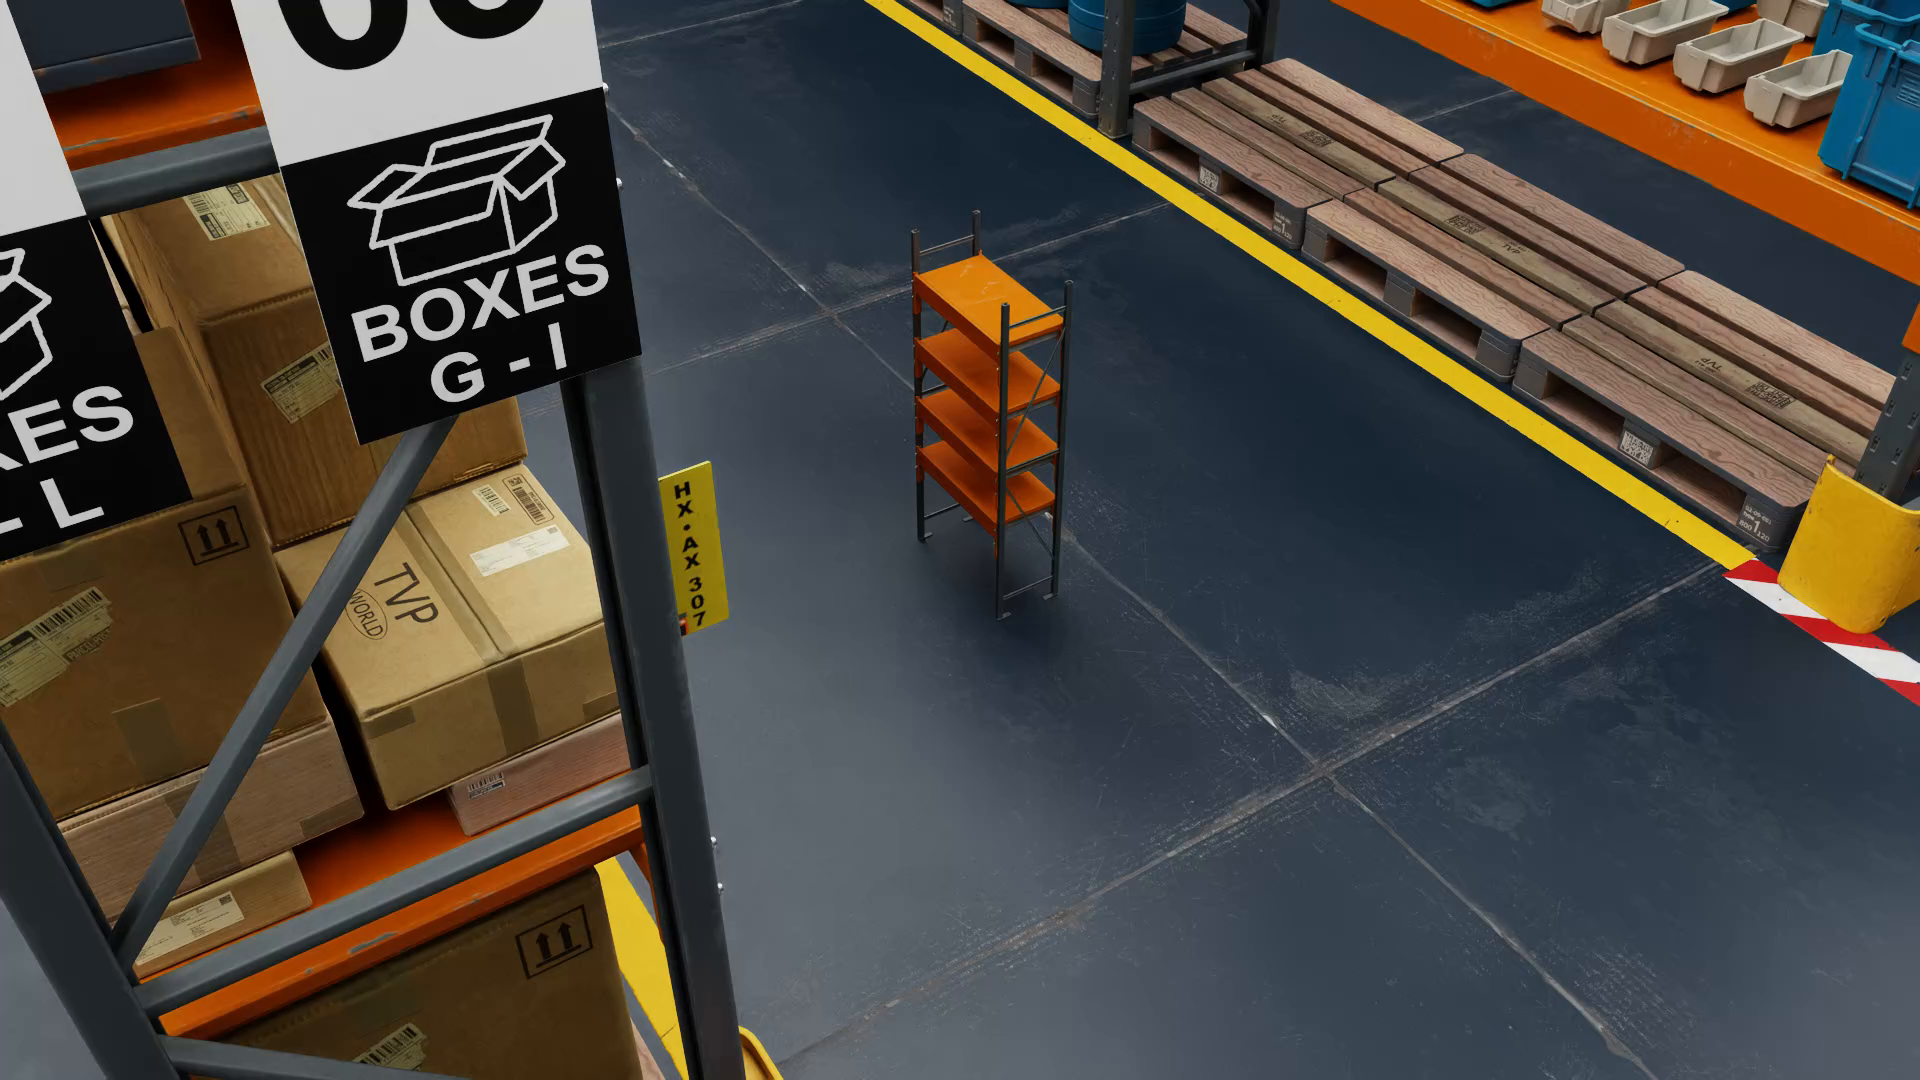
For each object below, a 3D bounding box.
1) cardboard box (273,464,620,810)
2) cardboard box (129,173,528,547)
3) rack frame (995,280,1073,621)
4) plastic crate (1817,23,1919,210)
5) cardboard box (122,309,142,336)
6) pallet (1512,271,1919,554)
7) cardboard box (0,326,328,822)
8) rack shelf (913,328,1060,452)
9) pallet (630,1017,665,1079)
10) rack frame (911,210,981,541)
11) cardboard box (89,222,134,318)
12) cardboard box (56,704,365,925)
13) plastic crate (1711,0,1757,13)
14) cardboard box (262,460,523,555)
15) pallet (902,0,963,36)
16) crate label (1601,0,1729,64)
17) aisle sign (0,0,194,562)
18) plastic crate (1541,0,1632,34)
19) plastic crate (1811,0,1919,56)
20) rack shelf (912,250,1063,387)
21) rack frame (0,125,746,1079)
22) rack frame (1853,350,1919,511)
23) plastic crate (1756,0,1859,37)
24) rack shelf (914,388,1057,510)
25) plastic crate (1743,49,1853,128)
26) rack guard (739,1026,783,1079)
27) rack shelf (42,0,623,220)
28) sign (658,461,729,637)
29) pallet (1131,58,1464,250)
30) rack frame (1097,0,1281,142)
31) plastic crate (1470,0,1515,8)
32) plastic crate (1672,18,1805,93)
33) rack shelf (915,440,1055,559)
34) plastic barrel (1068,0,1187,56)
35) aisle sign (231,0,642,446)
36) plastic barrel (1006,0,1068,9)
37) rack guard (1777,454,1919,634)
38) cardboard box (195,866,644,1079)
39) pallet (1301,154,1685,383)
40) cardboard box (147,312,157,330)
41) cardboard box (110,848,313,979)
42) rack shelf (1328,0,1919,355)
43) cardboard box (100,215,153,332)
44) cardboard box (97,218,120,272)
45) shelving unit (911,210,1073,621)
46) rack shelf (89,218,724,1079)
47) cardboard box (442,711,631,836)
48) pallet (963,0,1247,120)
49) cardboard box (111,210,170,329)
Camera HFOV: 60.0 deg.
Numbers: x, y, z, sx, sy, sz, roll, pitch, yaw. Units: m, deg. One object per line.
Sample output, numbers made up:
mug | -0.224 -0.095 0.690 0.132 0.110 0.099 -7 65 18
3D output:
cardboard box | -0.928 0.163 3.097 0.500 0.250 0.500 -23 45 -25
cardboard box | -1.197 -0.395 3.180 0.500 0.500 0.500 -23 45 -25
rack frame | 0.220 -0.240 5.101 0.240 1.200 0.015 -22 45 -24
plastic crate | 2.941 -1.287 4.876 0.616 0.435 0.499 -22 45 -24
cardboard box | -1.928 -0.204 3.537 0.500 0.250 0.500 -24 45 -26
pallet | 2.867 -0.521 6.210 1.003 0.211 1.213 -22 45 -24
cardboard box | -1.381 0.054 2.641 0.500 0.500 0.500 -22 44 -24
rack shelf | 0.089 -0.492 5.159 0.258 0.148 0.480 -22 45 -24
pallet | -1.394 1.238 4.100 1.003 0.211 1.213 -22 45 -24
rack frame | -0.042 -0.503 5.417 0.240 1.200 0.015 -22 45 -24
cardboard box | -2.212 -0.484 3.872 0.500 0.250 0.500 -22 45 -24
cardboard box | -1.382 0.344 2.878 0.500 0.250 0.500 -23 45 -25
plastic crate | 2.715 -2.050 5.950 0.416 0.233 0.300 -22 45 -24
cardboard box | -1.213 -0.116 3.430 0.500 0.250 0.500 -23 45 -25
pallet | 0.088 -3.311 9.559 1.003 0.211 1.213 -22 45 -24
crate label | 2.373 -1.737 5.650 0.396 0.136 0.243 -22 45 -24
aisle sign | -1.112 -0.285 1.719 0.394 0.787 0.004 -22 45 -24
plastic crate | 2.198 -1.890 5.834 0.298 0.136 0.250 -22 45 -24
plastic crate | 3.069 -1.694 5.524 0.416 0.233 0.300 -22 45 -24
rack shelf | 0.089 -0.673 5.007 0.258 0.148 0.480 -22 45 -24
rack frame | -0.901 0.572 2.720 0.949 2.616 0.053 -22 45 -24
rack frame | 3.278 -1.134 4.767 1.000 3.000 0.127 -22 45 -24
plastic crate | 2.956 -1.870 5.810 0.250 0.136 0.298 -22 45 -24
rack shelf | 0.089 -0.320 5.302 0.258 0.148 0.480 -22 45 -24
plastic crate | 2.687 -1.433 5.286 0.396 0.136 0.243 -22 45 -24
rack guard | -0.885 1.545 3.506 1.175 0.500 0.348 -22 45 -24
rack shelf | -1.973 -1.384 3.287 1.077 0.370 4.000 -22 45 -24
sign | -0.427 0.020 2.644 0.100 0.325 0.005 -22 45 -24
pallet | 1.555 -1.838 7.791 1.003 0.211 1.213 -22 45 -24
rack frame | 1.127 -3.293 7.358 1.000 3.000 0.127 -22 45 -24
plastic crate | 1.958 -2.113 6.026 0.416 0.233 0.300 -22 45 -24
plastic crate | 2.543 -1.595 5.480 0.396 0.136 0.243 -22 45 -24
rack shelf | 0.089 -0.167 5.429 0.258 0.148 0.480 -22 45 -24
plastic barrel | 0.849 -2.947 8.255 0.600 0.901 0.708 -22 45 -24
aisle sign | -0.606 -0.492 1.966 0.394 0.787 0.004 -22 45 -24
plastic barrel | 0.468 -3.329 8.714 0.600 0.901 0.708 -22 45 -24
rack guard | 3.302 -0.165 5.557 1.175 0.500 0.348 -22 45 -24
cardboard box | -1.309 0.908 3.649 0.875 0.875 0.875 -22 45 -24
pallet | 2.216 -1.179 7.000 1.003 0.211 1.213 -22 45 -24
cardboard box | -1.481 -0.388 3.757 0.500 0.250 0.500 -24 45 -26
cardboard box | -1.367 0.589 2.896 0.380 0.149 0.250 -21 44 -24
rack shelf | 2.203 -1.937 6.293 1.077 0.370 4.000 -22 45 -24
cardboard box | -1.766 -0.668 4.093 0.500 0.250 0.500 -23 45 -25
cardboard box | -2.035 -0.942 4.423 0.500 0.250 0.500 -21 44 -24
shelving unit | 0.089 -0.372 5.259 0.258 1.200 0.503 -22 45 -24
rack shelf | -1.973 -0.232 4.247 1.077 0.370 4.000 -22 45 -24
cardboard box | -0.811 0.363 3.168 0.380 0.149 0.250 -22 44 -24
pallet | 0.748 -2.652 8.768 1.003 0.211 1.213 -22 45 -24
cardboard box | -1.481 -0.673 3.513 0.500 0.500 0.500 -23 45 -26
